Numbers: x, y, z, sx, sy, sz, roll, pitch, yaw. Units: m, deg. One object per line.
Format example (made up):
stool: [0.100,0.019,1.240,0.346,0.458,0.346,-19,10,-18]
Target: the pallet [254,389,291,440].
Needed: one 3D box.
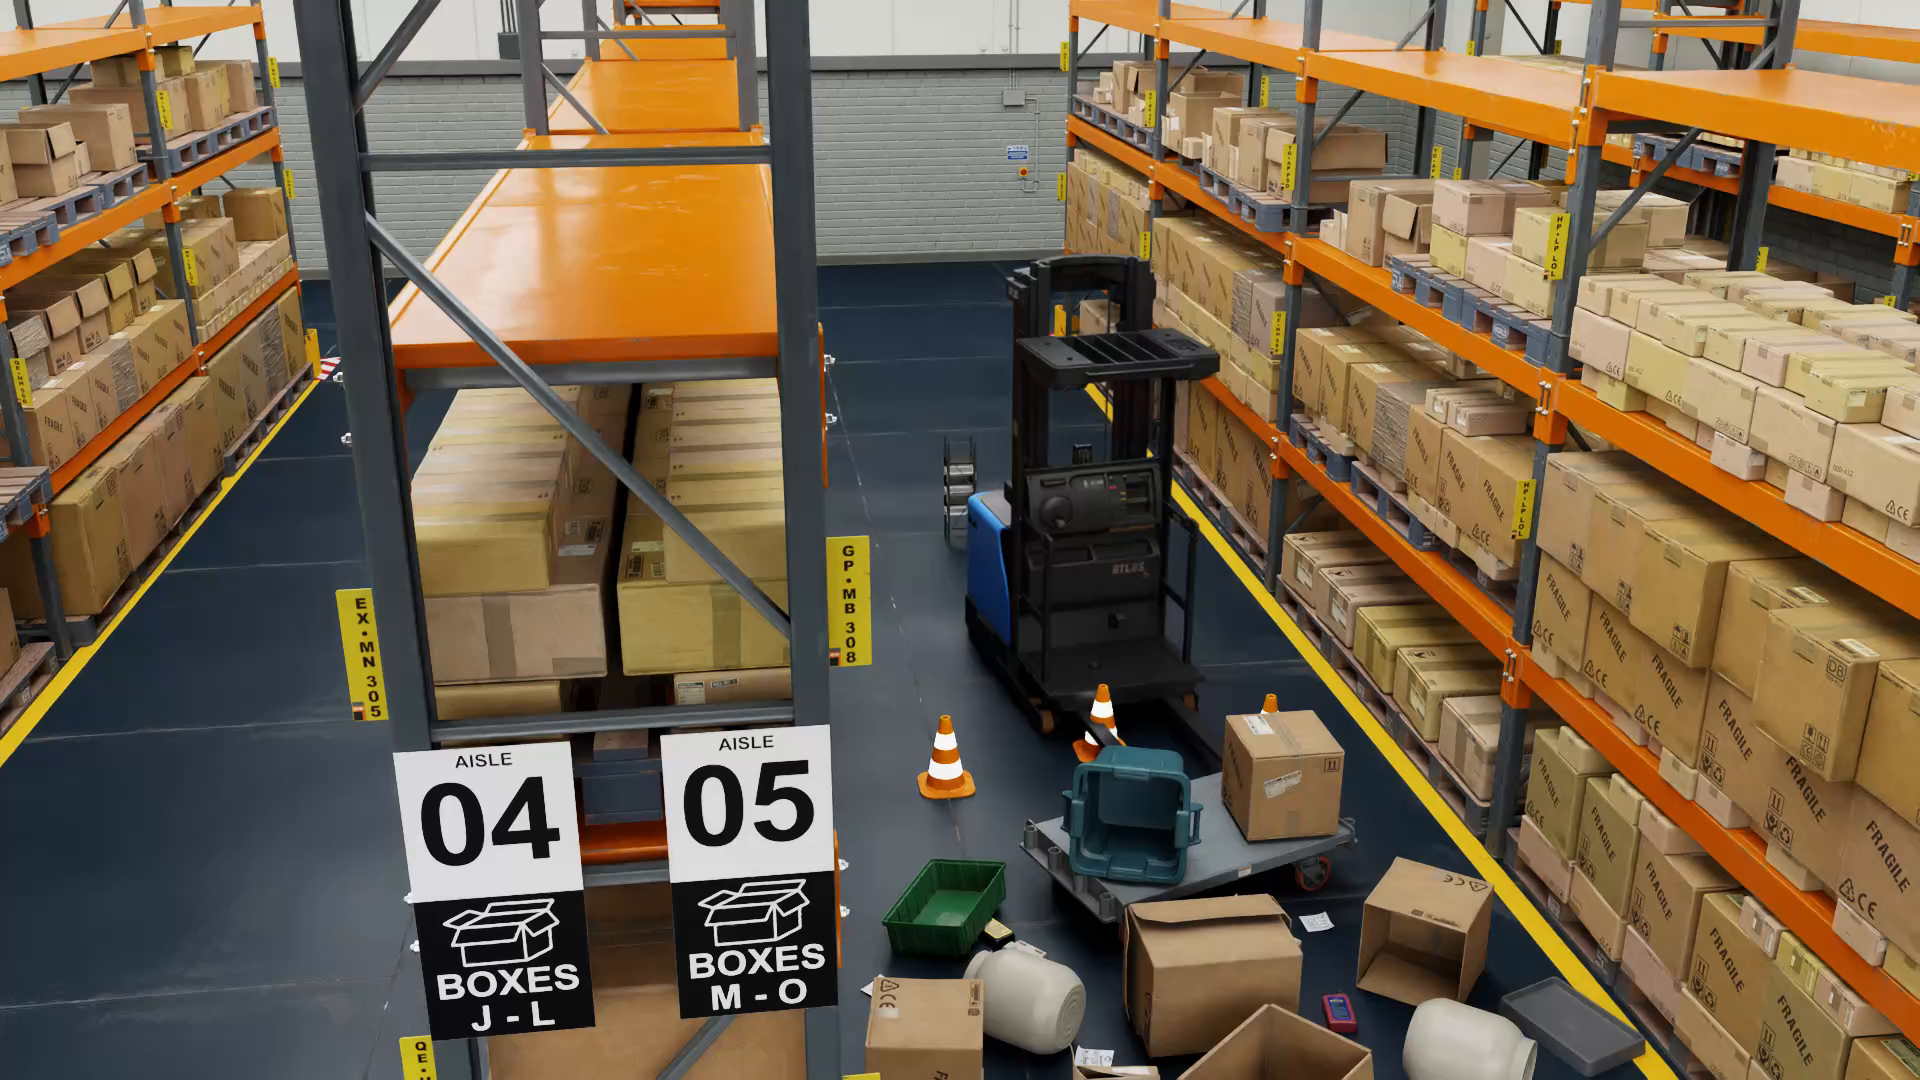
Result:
pallet: [-7.673,-1.301,17.397,1.003,0.211,1.213,-3,21,-8]

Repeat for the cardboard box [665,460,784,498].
cardboard box: [-0.578,-0.100,4.386,0.380,0.149,0.250,-3,21,-7]

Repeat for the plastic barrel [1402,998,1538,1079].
plastic barrel: [2.279,2.307,7.435,0.512,0.421,0.421,12,24,30]

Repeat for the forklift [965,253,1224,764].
forklift: [0.948,-0.262,10.728,1.130,2.935,3.031,-6,21,-16]

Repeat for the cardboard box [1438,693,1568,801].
cardboard box: [3.420,1.206,9.855,0.950,0.372,0.625,-3,21,-7]

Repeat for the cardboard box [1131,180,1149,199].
cardboard box: [1.974,-3.596,17.059,0.380,0.149,0.250,-3,21,-8]

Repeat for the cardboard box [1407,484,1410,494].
cardboard box: [3.081,-0.340,10.598,0.380,0.149,0.250,-4,21,-10]

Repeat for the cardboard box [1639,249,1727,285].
cardboard box: [3.810,-1.401,9.006,0.500,0.250,0.500,-3,21,-9]

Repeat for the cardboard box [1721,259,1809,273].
cardboard box: [7.292,-2.282,15.295,0.700,0.500,0.500,-3,21,-8]

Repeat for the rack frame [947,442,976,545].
rack frame: [0.014,-0.389,13.972,0.240,0.900,0.006,-3,21,-8]

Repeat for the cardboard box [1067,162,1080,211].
cardboard box: [1.555,-4.136,19.431,0.500,0.500,0.500,-3,21,-9]

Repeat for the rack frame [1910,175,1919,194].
rack frame: [7.833,-4.093,12.314,1.000,3.000,0.127,-3,21,-8]

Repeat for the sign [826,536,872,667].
sign: [-0.259,0.145,3.890,0.100,0.325,0.005,-3,21,-8]

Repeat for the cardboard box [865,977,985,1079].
cardboard box: [-0.147,2.294,7.357,0.500,0.500,0.500,1,20,2]

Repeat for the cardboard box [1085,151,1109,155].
cardboard box: [1.654,-4.396,19.201,0.380,0.149,0.250,-2,21,-6]

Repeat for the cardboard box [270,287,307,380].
cardboard box: [-7.867,-2.285,18.484,0.875,0.875,0.875,-3,21,-8]

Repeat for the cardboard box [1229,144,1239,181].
cardboard box: [2.376,-3.029,13.345,0.396,0.266,0.258,-3,21,-9]

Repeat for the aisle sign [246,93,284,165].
aisle sign: [-7.752,-4.559,18.421,0.394,0.787,0.004,-3,21,-8]

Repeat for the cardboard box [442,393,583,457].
cardboard box: [-1.339,-0.332,5.008,0.380,0.149,0.250,-3,21,-8]

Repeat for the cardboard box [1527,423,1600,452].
cardboard box: [3.641,-0.380,9.777,0.500,0.500,0.500,-3,21,-8]

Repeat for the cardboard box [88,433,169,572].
cardboard box: [-7.085,-0.282,13.120,1.225,0.875,0.875,-3,21,-8]

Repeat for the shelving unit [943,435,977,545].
shelving unit: [-0.001,-0.424,14.066,0.258,0.900,0.210,-3,21,-8]

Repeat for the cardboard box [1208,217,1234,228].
cardboard box: [2.658,-2.789,15.826,0.500,0.500,0.500,-2,21,-6]

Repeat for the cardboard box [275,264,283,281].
cardboard box: [-7.587,-2.900,18.052,0.380,0.149,0.250,-3,21,-8]

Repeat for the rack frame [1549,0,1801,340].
rack frame: [3.498,-2.457,7.933,1.000,3.000,0.127,-3,21,-8]

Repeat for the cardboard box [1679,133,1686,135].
cardboard box: [7.042,-3.901,15.703,0.380,0.149,0.250,-3,21,-7]

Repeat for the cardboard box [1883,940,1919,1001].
cardboard box: [3.647,1.566,6.096,0.380,0.149,0.250,-3,21,-9]

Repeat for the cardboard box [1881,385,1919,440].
cardboard box: [3.654,-0.471,6.122,0.380,0.149,0.250,-4,21,-9]

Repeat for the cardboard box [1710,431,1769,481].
cardboard box: [3.399,-0.363,6.972,0.380,0.149,0.250,-3,21,-9]

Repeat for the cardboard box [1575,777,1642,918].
cardboard box: [3.405,1.496,8.181,0.500,0.500,0.500,-2,21,-6]

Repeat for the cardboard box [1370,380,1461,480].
cardboard box: [2.987,-0.710,10.661,0.500,0.500,0.500,-4,21,-10]

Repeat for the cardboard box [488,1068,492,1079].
cardboard box: [-0.908,1.827,4.824,0.875,0.550,0.550,-3,21,-8]

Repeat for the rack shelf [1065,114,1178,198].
rack shelf: [2.056,-4.177,17.853,1.077,0.370,4.000,-3,21,-8]

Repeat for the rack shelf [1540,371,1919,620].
rack shelf: [3.786,-0.022,6.729,1.077,0.370,4.000,-3,21,-8]

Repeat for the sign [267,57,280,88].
sign: [-7.499,-5.107,18.163,0.100,0.325,0.005,-3,21,-8]

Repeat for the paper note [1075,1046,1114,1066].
paper note: [0.621,2.411,7.729,0.172,0.023,0.155,4,21,11]

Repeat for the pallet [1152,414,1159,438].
pallet: [2.312,-1.377,17.602,1.003,0.211,1.213,-3,21,-8]

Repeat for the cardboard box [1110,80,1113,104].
cardboard box: [1.934,-4.887,18.112,0.500,0.311,0.500,-3,21,-7]

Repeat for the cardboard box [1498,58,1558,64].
cardboard box: [6.549,-5.418,19.223,0.500,0.250,0.500,-3,21,-8]

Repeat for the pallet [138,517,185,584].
pallet: [-7.097,0.077,13.710,1.003,0.211,1.213,-3,21,-8]

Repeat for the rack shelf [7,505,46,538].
rack shelf: [-6.597,0.498,9.624,1.077,0.370,4.000,-3,21,-8]

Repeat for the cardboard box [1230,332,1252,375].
cardboard box: [2.522,-1.528,13.519,0.500,0.250,0.500,-3,21,-9]

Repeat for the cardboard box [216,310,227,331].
cardboard box: [-7.252,-2.100,15.911,0.380,0.149,0.250,-2,21,-6]

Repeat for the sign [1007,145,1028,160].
sign: [0.876,-5.898,25.333,0.327,0.218,0.001,-3,21,-8]

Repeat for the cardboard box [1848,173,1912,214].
cardboard box: [7.518,-2.783,13.309,0.500,0.250,0.500,-4,21,-10]

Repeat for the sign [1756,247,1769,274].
sign: [4.034,-1.324,8.447,0.100,0.325,0.005,-3,21,-8]

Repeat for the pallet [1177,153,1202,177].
pallet: [2.526,-3.417,15.064,0.805,0.209,1.217,-4,21,-10]

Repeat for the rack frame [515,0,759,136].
rack frame: [-1.386,-2.172,7.171,1.000,3.000,0.127,-3,21,-8]

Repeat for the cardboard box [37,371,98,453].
cardboard box: [-6.763,-0.939,12.300,0.500,0.500,0.500,-3,21,-9]

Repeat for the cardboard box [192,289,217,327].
cardboard box: [-7.270,-2.161,15.505,0.500,0.250,0.500,-3,21,-9]

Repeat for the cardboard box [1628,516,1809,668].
cardboard box: [3.444,0.215,7.355,0.700,0.500,0.500,-3,21,-9]

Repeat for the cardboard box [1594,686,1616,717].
cardboard box: [3.382,0.772,8.222,0.380,0.149,0.250,-3,21,-8]

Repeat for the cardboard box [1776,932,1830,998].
cardboard box: [3.548,1.700,6.709,0.380,0.149,0.250,-3,21,-7]

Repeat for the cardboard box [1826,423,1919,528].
cardboard box: [3.583,-0.253,6.108,0.500,0.250,0.500,-2,21,-6]

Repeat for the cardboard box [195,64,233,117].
cardboard box: [-7.949,-4.619,17.122,0.700,0.500,0.500,-4,21,-10]

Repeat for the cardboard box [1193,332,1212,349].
cardboard box: [2.344,-1.649,14.560,0.500,0.250,0.500,-3,21,-9]

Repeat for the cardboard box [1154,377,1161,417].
cardboard box: [2.360,-1.636,17.370,0.875,0.438,0.875,-3,21,-9]

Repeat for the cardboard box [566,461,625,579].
cardboard box: [-1.228,-0.023,4.750,0.500,0.250,0.500,-3,21,-8]
